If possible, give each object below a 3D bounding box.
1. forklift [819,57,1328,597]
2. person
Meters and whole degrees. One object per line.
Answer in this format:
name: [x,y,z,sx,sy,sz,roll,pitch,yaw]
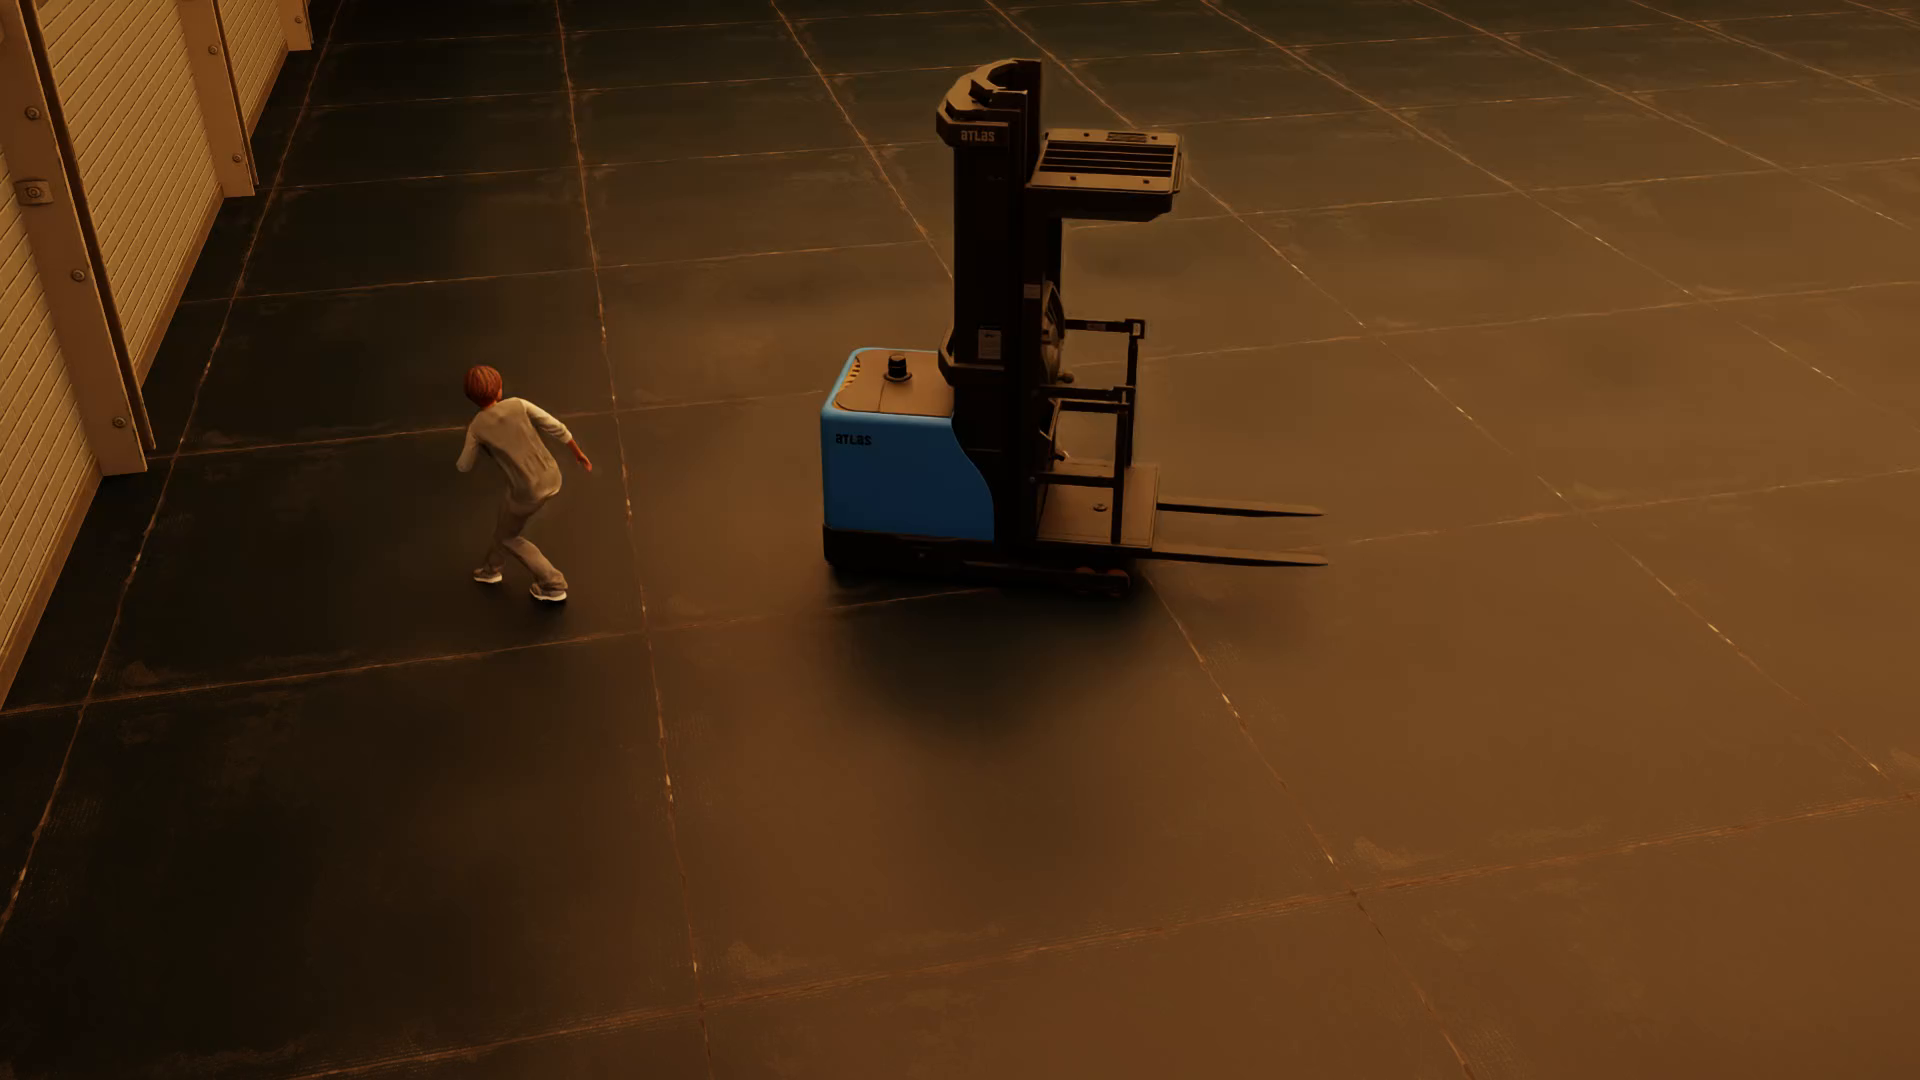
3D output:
forklift: [0.727,-1.213,9.669,3.031,2.935,1.130,4,30,8]
person: [-2.586,-0.376,9.713,0.730,1.448,0.645,22,37,33]
